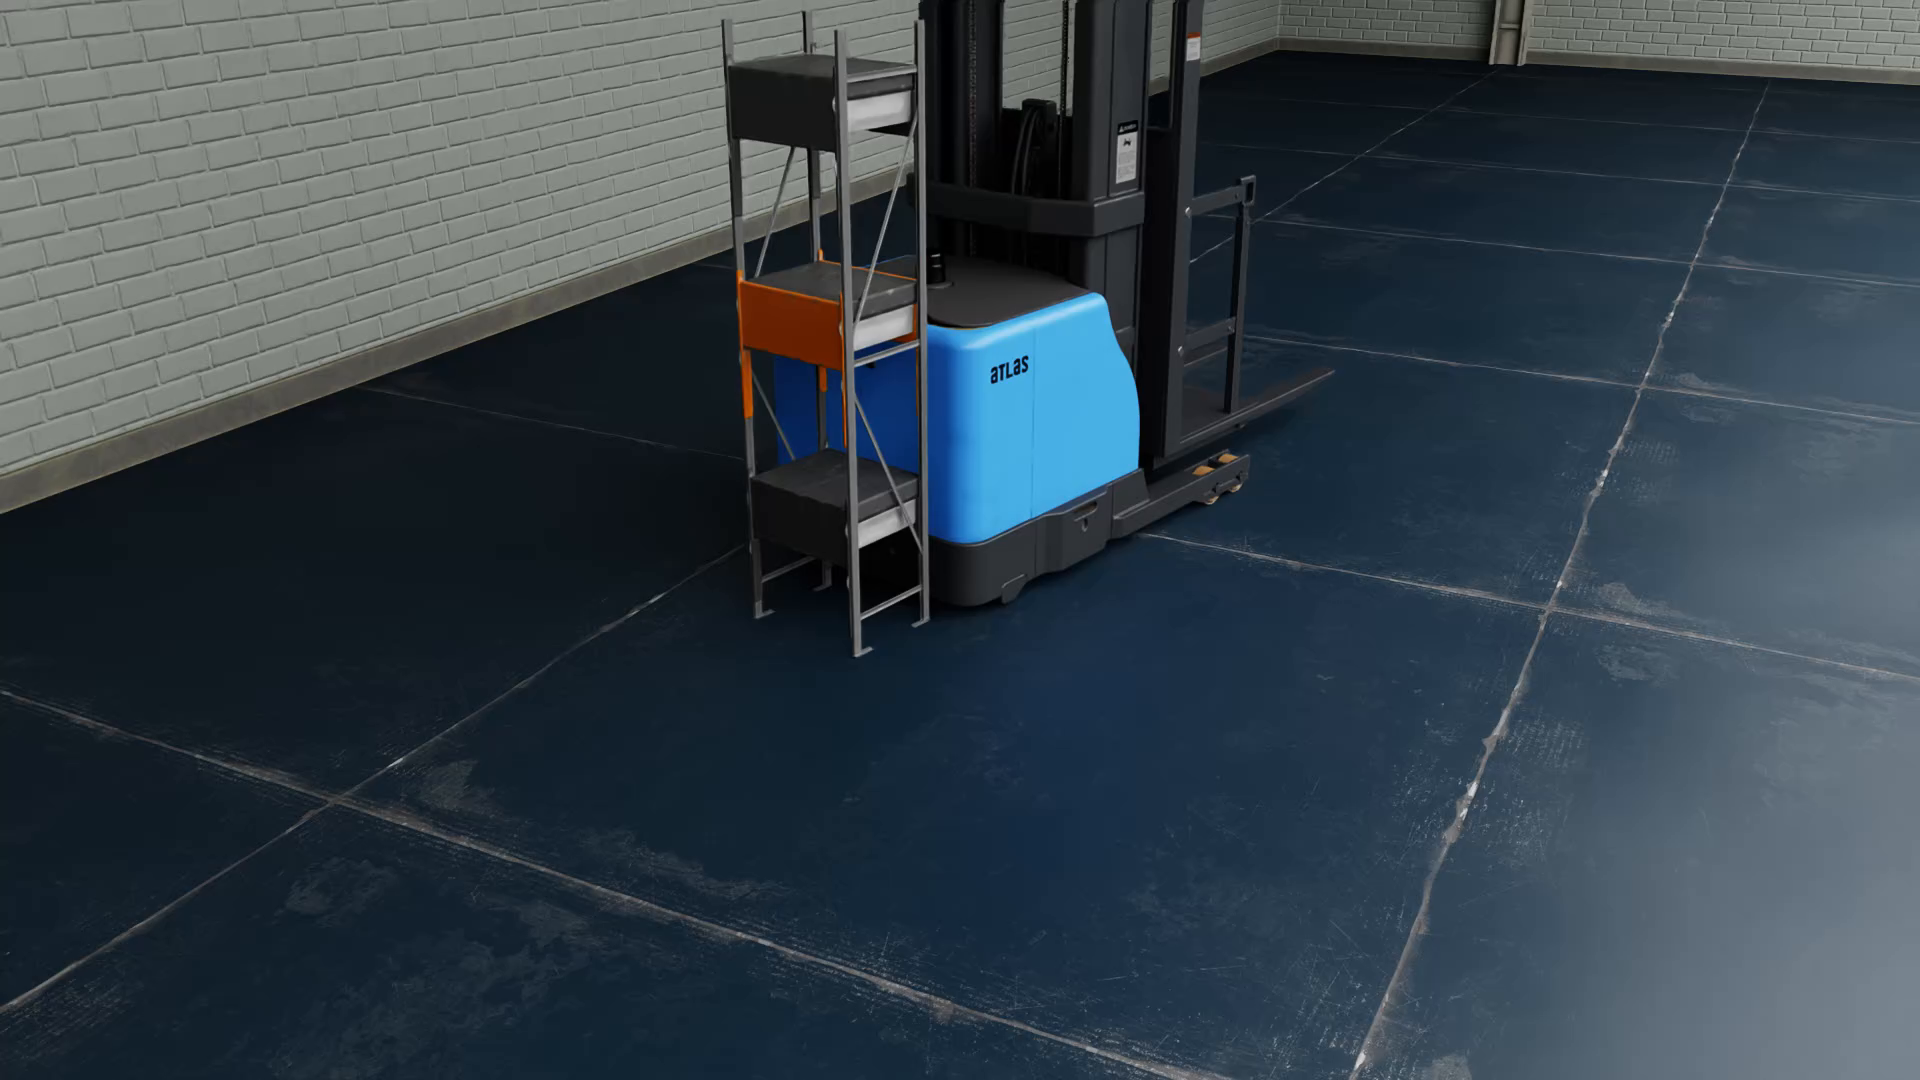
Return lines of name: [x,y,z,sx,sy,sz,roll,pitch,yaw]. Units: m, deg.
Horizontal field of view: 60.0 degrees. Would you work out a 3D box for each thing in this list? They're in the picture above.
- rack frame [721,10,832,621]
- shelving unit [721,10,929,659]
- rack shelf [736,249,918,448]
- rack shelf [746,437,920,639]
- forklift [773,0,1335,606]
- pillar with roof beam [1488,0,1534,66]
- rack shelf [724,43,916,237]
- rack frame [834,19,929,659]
rack frame: [-0.622,-0.735,5.795,0.015,2.100,0.400,18,29,36]
shelving unit: [-0.433,-0.674,5.653,0.503,2.100,0.431,18,29,36]
rack shelf: [-0.433,-0.662,5.658,0.480,0.518,0.431,18,29,36]
rack shelf: [-0.433,-0.018,5.932,0.480,0.518,0.431,18,29,36]
forklift: [0.610,-1.611,6.793,1.130,2.935,3.031,18,29,36]
pillar with roof beam: [4.861,-8.563,15.388,0.400,9.000,9.100,11,25,25]
rack shelf: [-0.433,-1.306,5.384,0.480,0.518,0.431,18,29,36]
rack frame: [-0.244,-0.614,5.511,0.015,2.100,0.400,18,29,36]
